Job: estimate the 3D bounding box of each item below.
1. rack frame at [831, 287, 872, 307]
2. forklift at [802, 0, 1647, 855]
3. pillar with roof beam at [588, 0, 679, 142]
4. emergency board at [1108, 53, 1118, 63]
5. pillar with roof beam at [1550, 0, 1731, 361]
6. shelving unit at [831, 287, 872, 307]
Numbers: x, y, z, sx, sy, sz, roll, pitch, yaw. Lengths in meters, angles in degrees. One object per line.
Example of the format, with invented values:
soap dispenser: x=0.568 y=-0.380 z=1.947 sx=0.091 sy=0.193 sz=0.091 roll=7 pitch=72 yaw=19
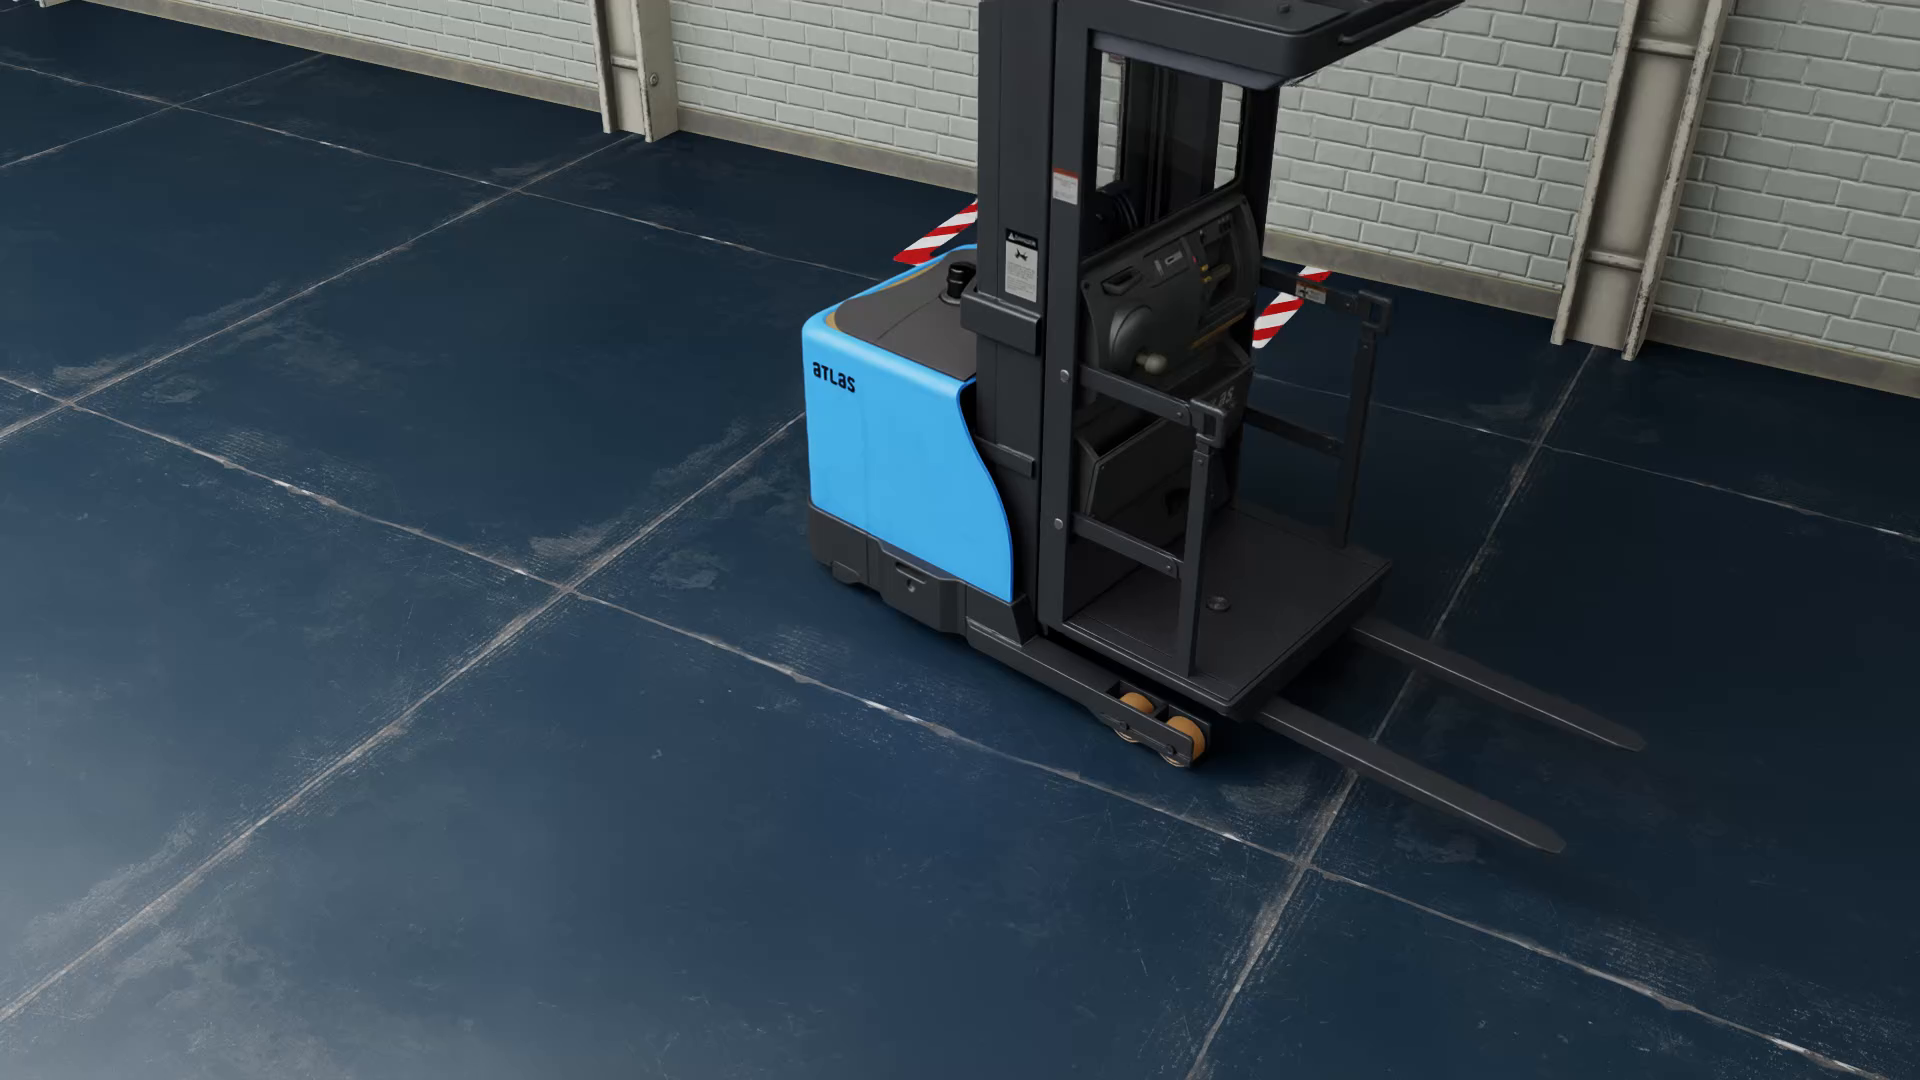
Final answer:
rack frame: x=-0.428 y=-0.585 z=6.816 sx=0.006 sy=0.900 sz=0.240 roll=26 pitch=41 yaw=33
forklift: x=0.854 y=-0.789 z=5.290 sx=3.031 sy=2.935 sz=1.130 roll=26 pitch=41 yaw=33
pillar with roof beam: x=-4.183 y=-4.318 z=5.116 sx=0.400 sy=9.000 sz=9.100 roll=18 pitch=37 yaw=24
emergency board: x=1.036 y=-2.941 z=8.460 sx=0.643 sy=1.169 sz=0.194 roll=18 pitch=37 yaw=24
pillar with roof beam: x=1.027 y=-2.668 z=2.638 sx=0.400 sy=9.000 sz=9.100 roll=18 pitch=37 yaw=24
shelving unit: x=-0.352 y=-0.548 z=6.761 sx=0.210 sy=0.900 sz=0.258 roll=26 pitch=41 yaw=33
